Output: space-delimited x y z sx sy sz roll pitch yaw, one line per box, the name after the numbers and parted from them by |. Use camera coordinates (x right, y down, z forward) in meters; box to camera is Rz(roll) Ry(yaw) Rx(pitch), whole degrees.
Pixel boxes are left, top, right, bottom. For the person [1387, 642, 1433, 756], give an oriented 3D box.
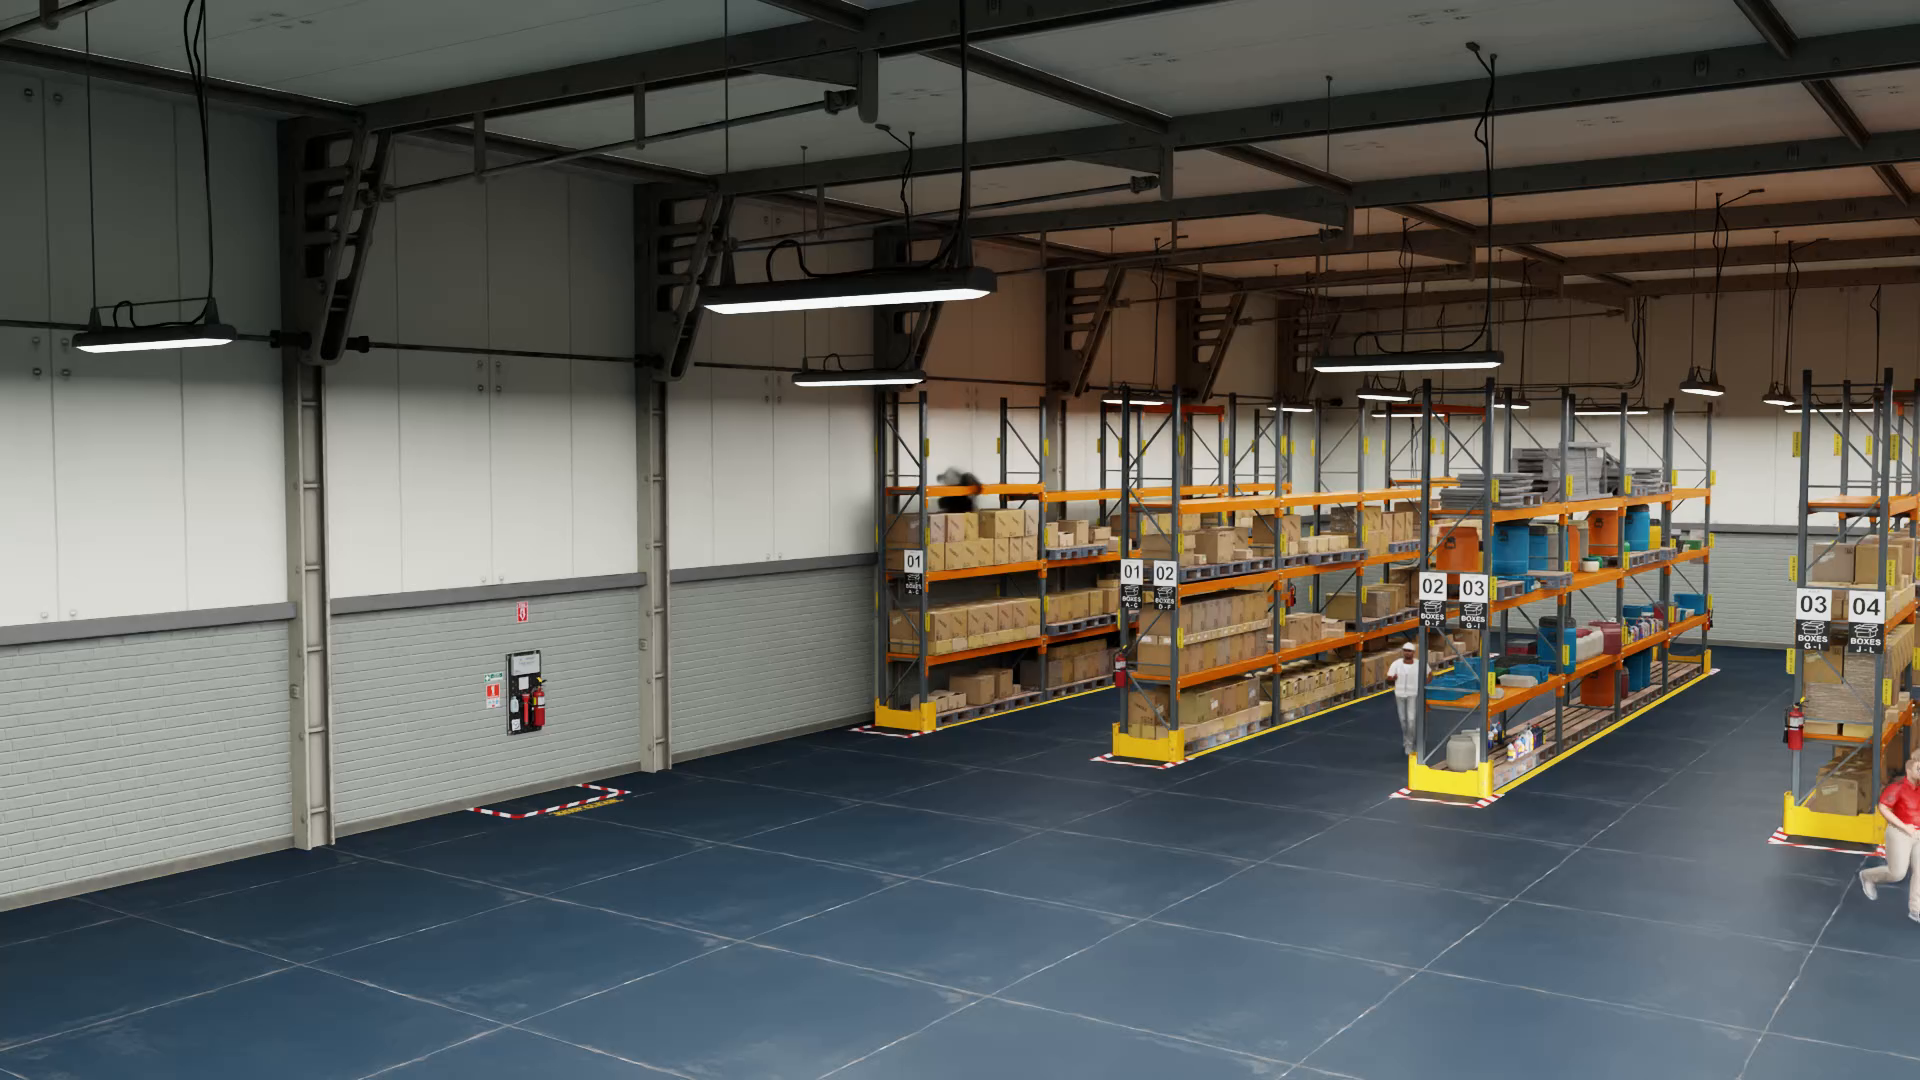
7.372 2.593 27.374 0.677 1.823 0.738 2 4 29 | person

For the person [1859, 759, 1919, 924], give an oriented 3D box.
10.060 3.177 17.736 0.686 1.723 0.929 -1 3 -20 | person
